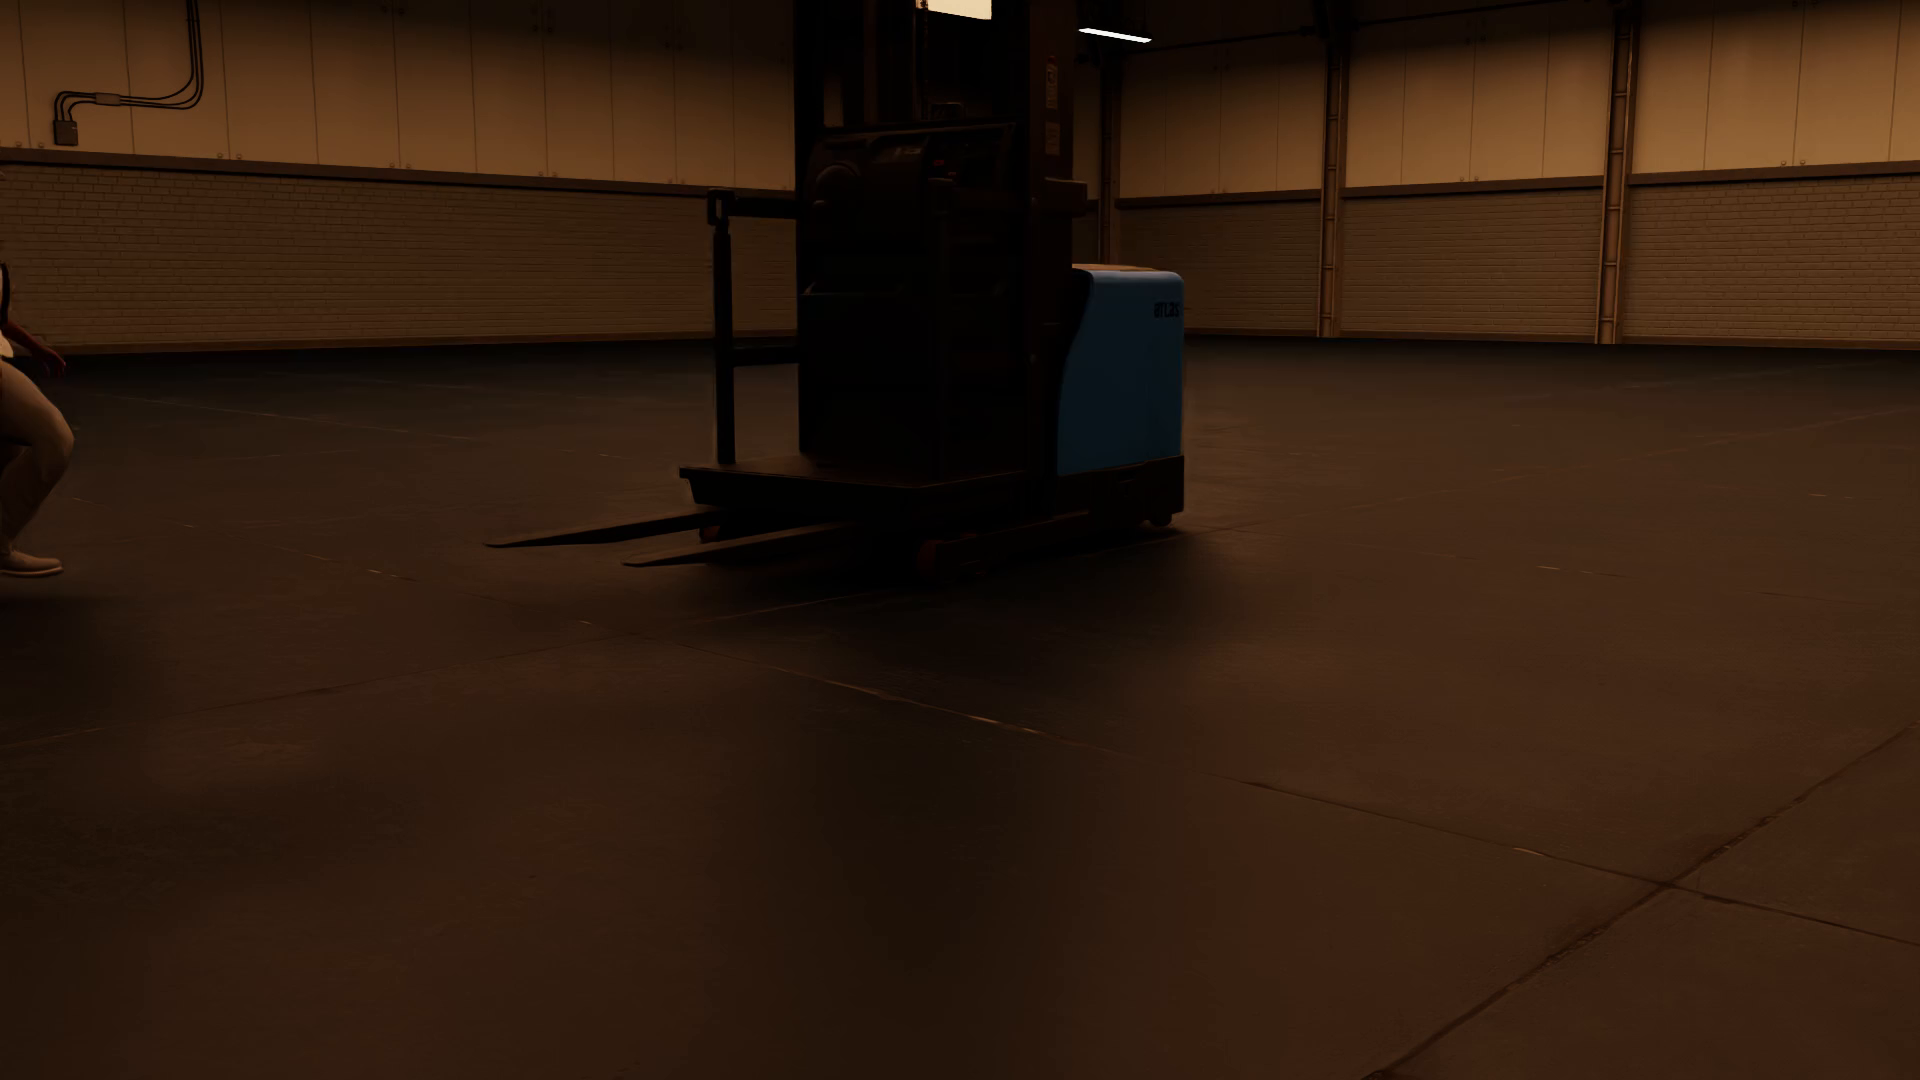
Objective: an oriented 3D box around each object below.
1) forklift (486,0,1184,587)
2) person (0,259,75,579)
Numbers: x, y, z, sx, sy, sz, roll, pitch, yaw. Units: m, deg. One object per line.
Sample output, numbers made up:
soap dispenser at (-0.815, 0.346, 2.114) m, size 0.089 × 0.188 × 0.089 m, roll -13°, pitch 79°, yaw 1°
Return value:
forklift at (-0.317, -1.370, 5.972) m, size 1.130 × 2.935 × 3.031 m, roll 6°, pitch 10°, yaw 35°
person at (-3.304, -0.586, 5.574) m, size 0.641 × 1.546 × 0.875 m, roll -3°, pitch 9°, yaw -21°
